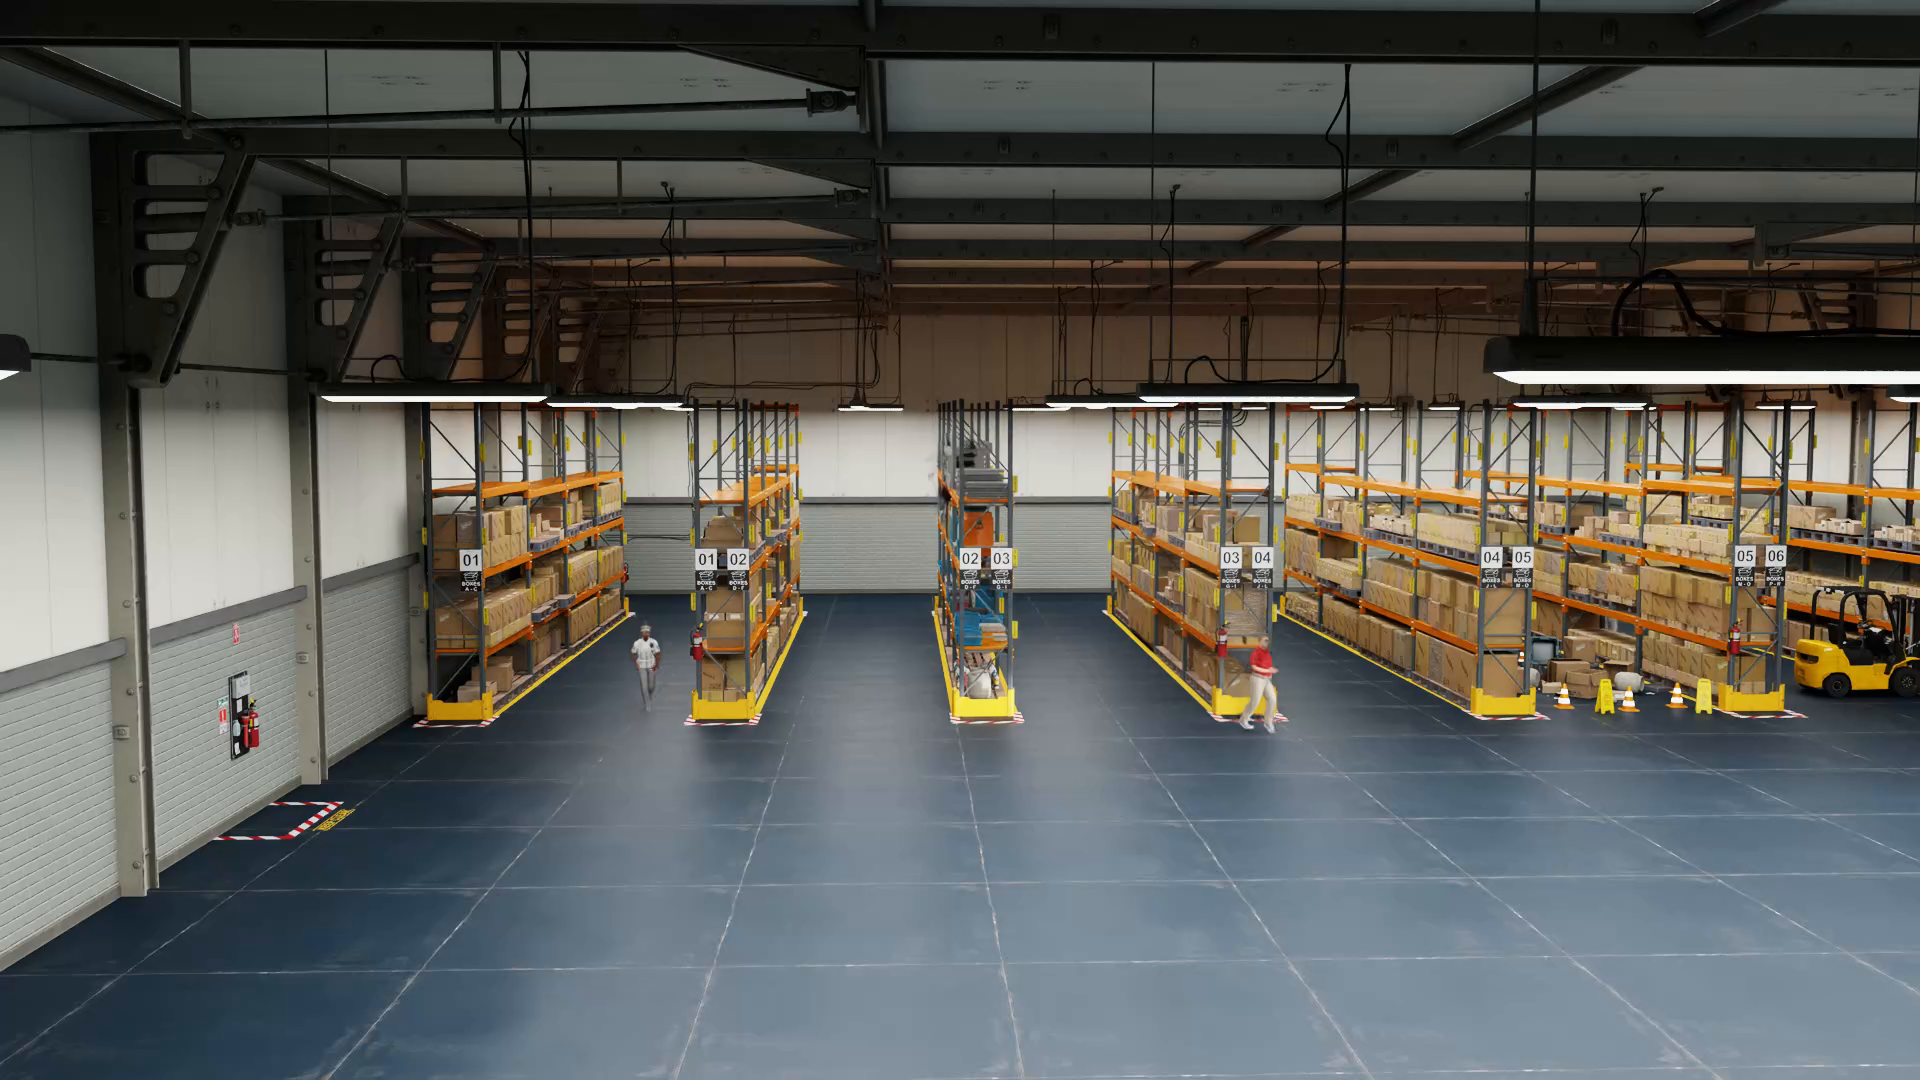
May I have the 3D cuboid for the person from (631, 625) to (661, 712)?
[{"bbox_3d":[-6.077,2.465,32.183,0.579,1.665,0.613,-1,4,-13],"label":"person"}]

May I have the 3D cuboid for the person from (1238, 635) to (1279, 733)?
[{"bbox_3d":[5.422,2.612,29.921,0.753,1.818,0.679,4,6,41],"label":"person"}]

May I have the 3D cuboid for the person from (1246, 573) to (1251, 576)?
[{"bbox_3d":[8.038,1.243,47.815,0.706,1.730,0.638,4,6,44],"label":"person"}]

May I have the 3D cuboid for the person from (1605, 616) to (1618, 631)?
[{"bbox_3d":[16.751,1.591,42.873,0.664,1.802,0.724,0,4,-1],"label":"person"}]
